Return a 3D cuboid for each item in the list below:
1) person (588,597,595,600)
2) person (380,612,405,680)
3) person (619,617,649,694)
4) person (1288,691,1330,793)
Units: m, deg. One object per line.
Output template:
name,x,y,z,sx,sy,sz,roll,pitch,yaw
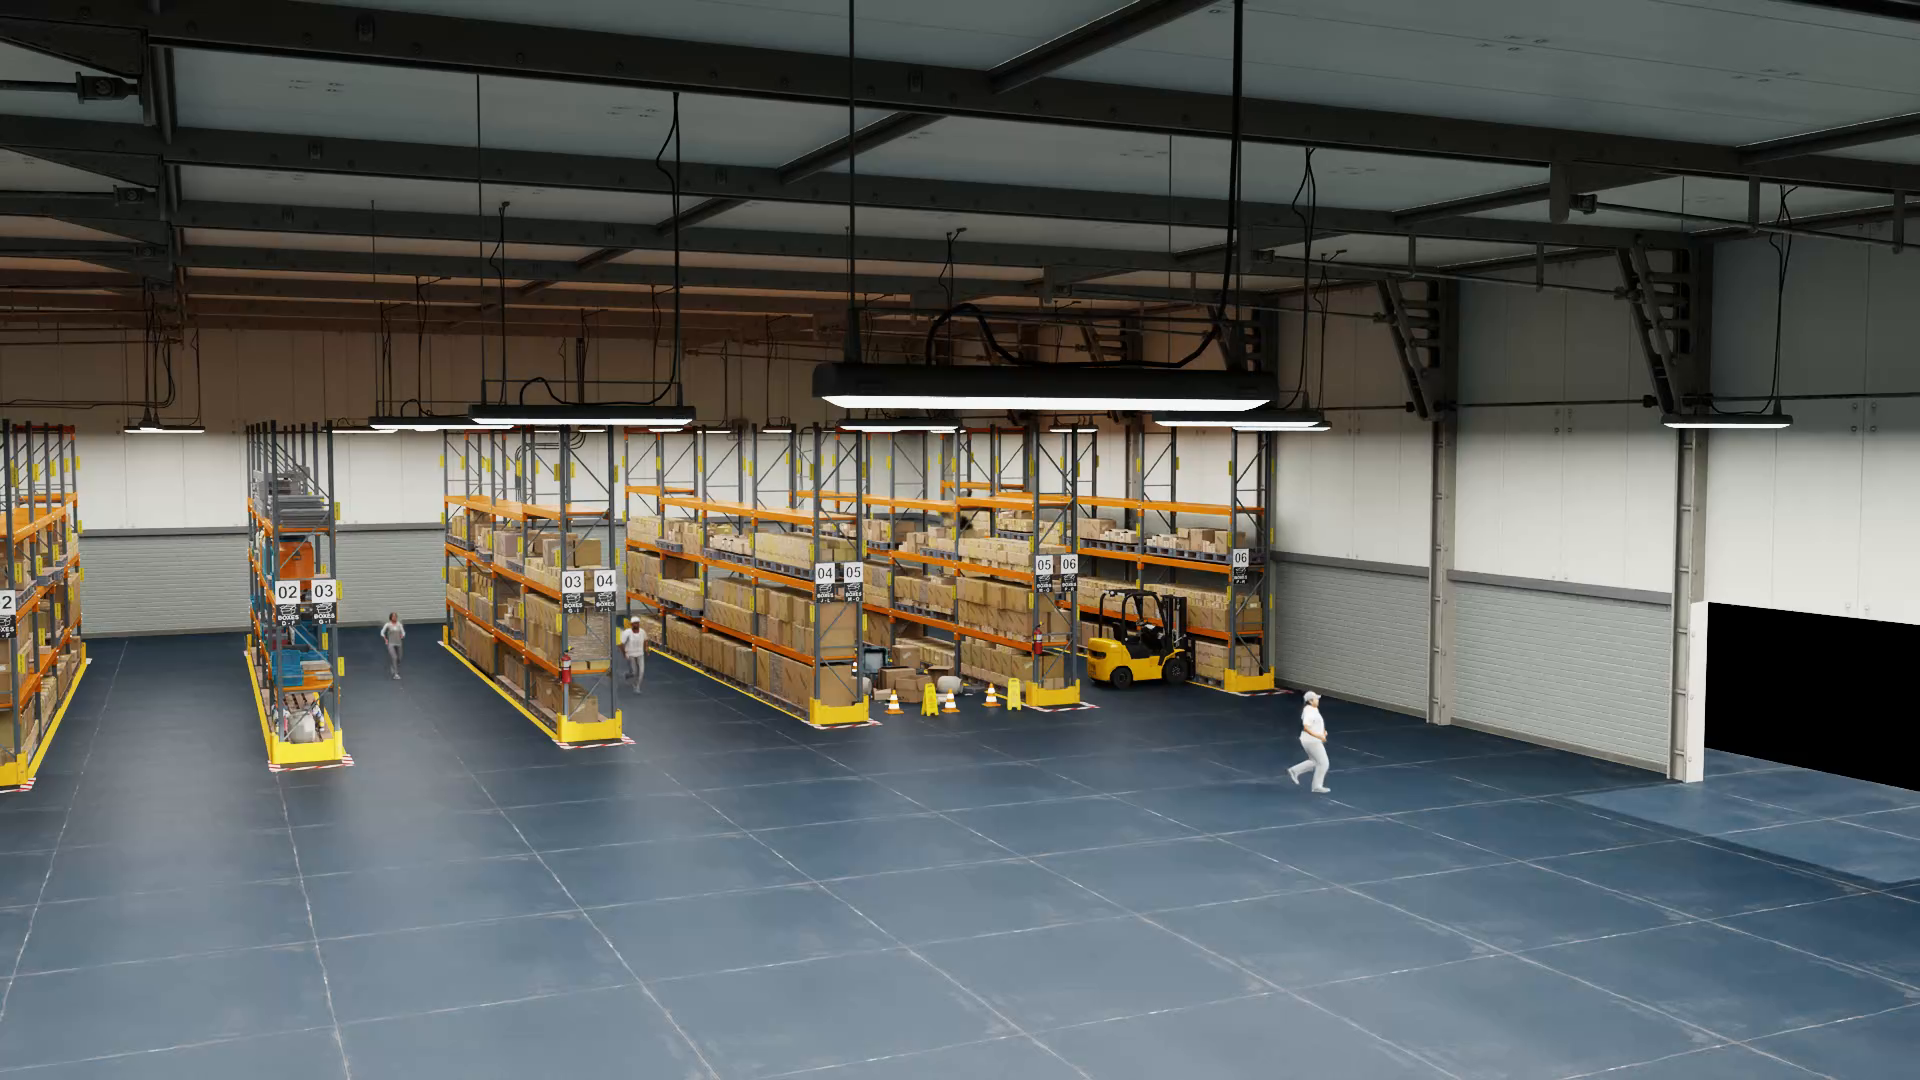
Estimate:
person,-10.572,1.946,46.795,0.690,1.730,0.651,0,4,0
person,-13.379,2.492,39.271,0.546,1.549,0.743,-3,4,-36
person,-7.282,2.552,37.086,0.690,1.717,0.653,-3,4,-35
person,5.631,3.240,26.724,0.645,1.619,0.611,0,4,7
